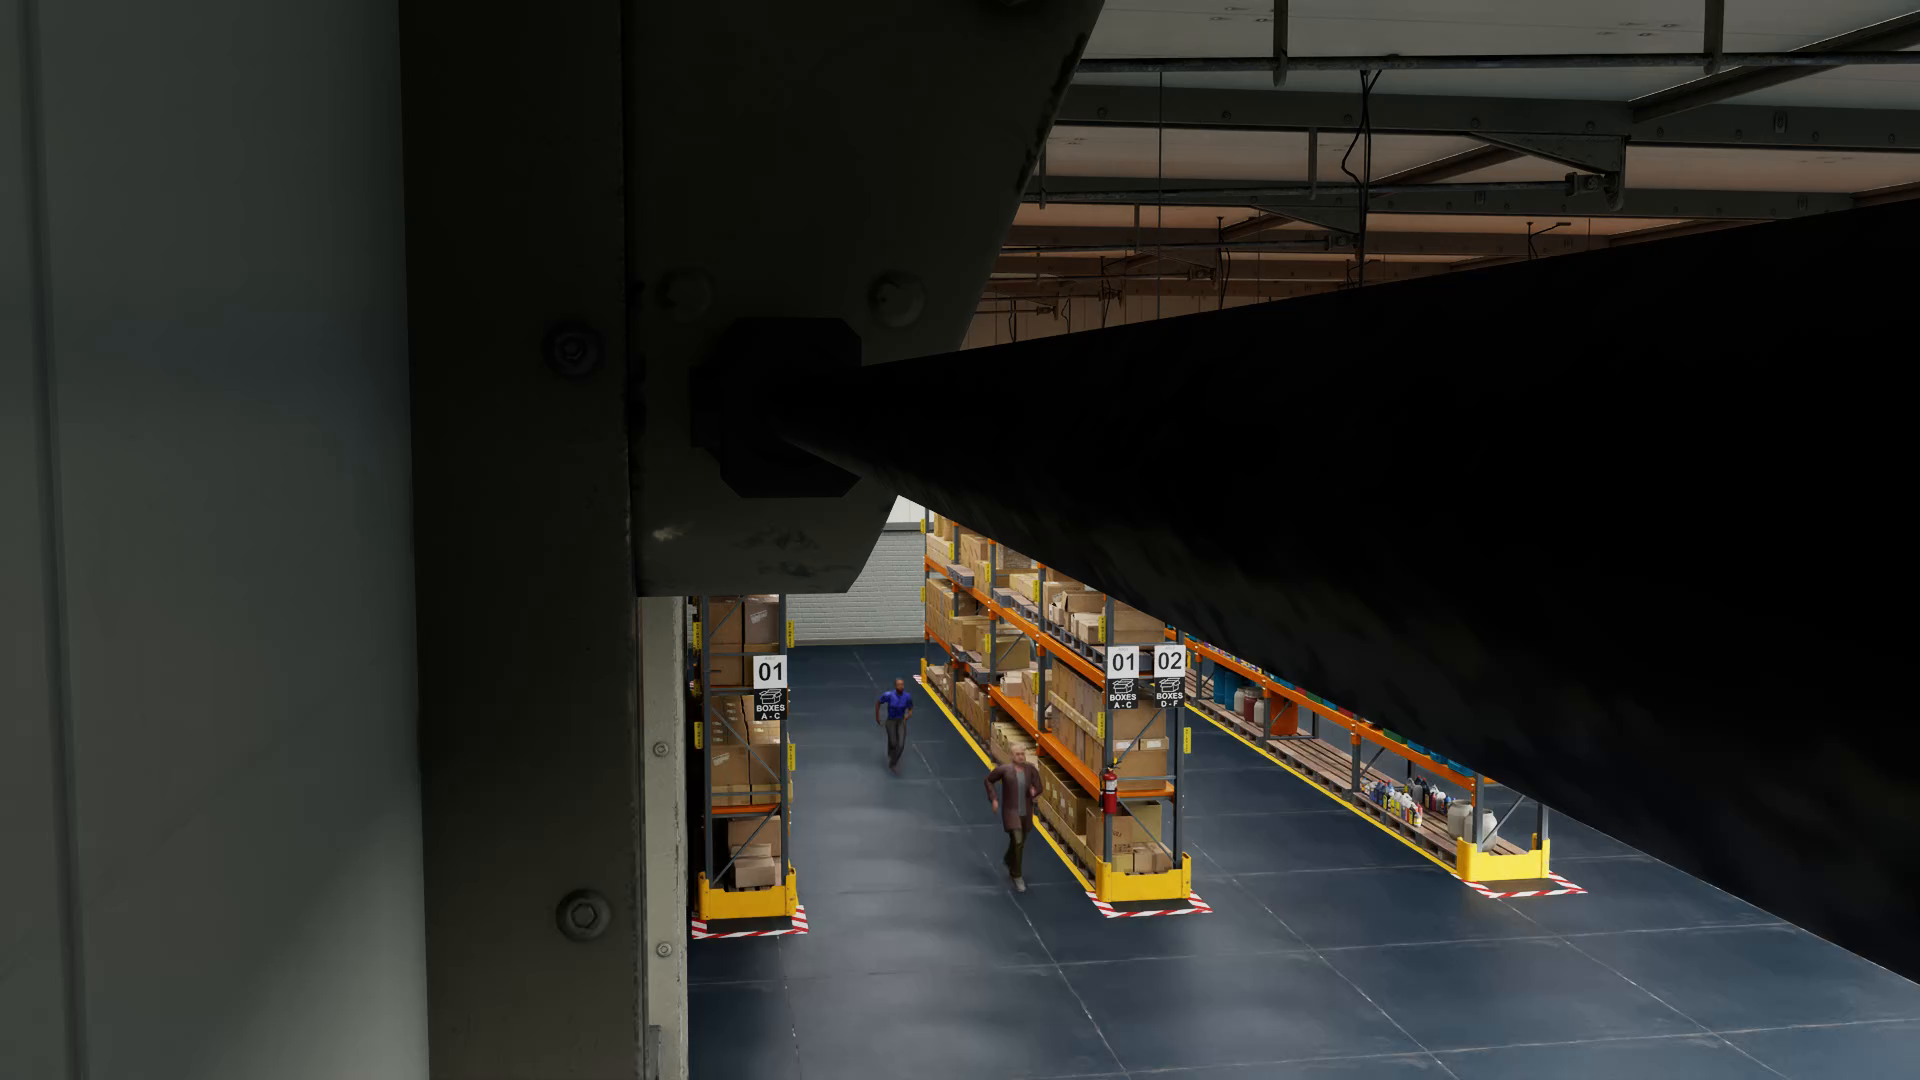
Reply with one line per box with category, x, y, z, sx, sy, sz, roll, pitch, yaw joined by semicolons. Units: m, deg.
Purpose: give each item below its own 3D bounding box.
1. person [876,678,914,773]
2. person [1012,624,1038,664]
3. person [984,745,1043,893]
person;-1.076;3.103;27.825;0.615;1.606;0.643;-1;5;-15
person;1.429;2.017;37.066;0.657;1.639;0.717;-4;6;-37
person;0.724;3.645;21.462;0.675;1.633;0.864;-3;6;-26
